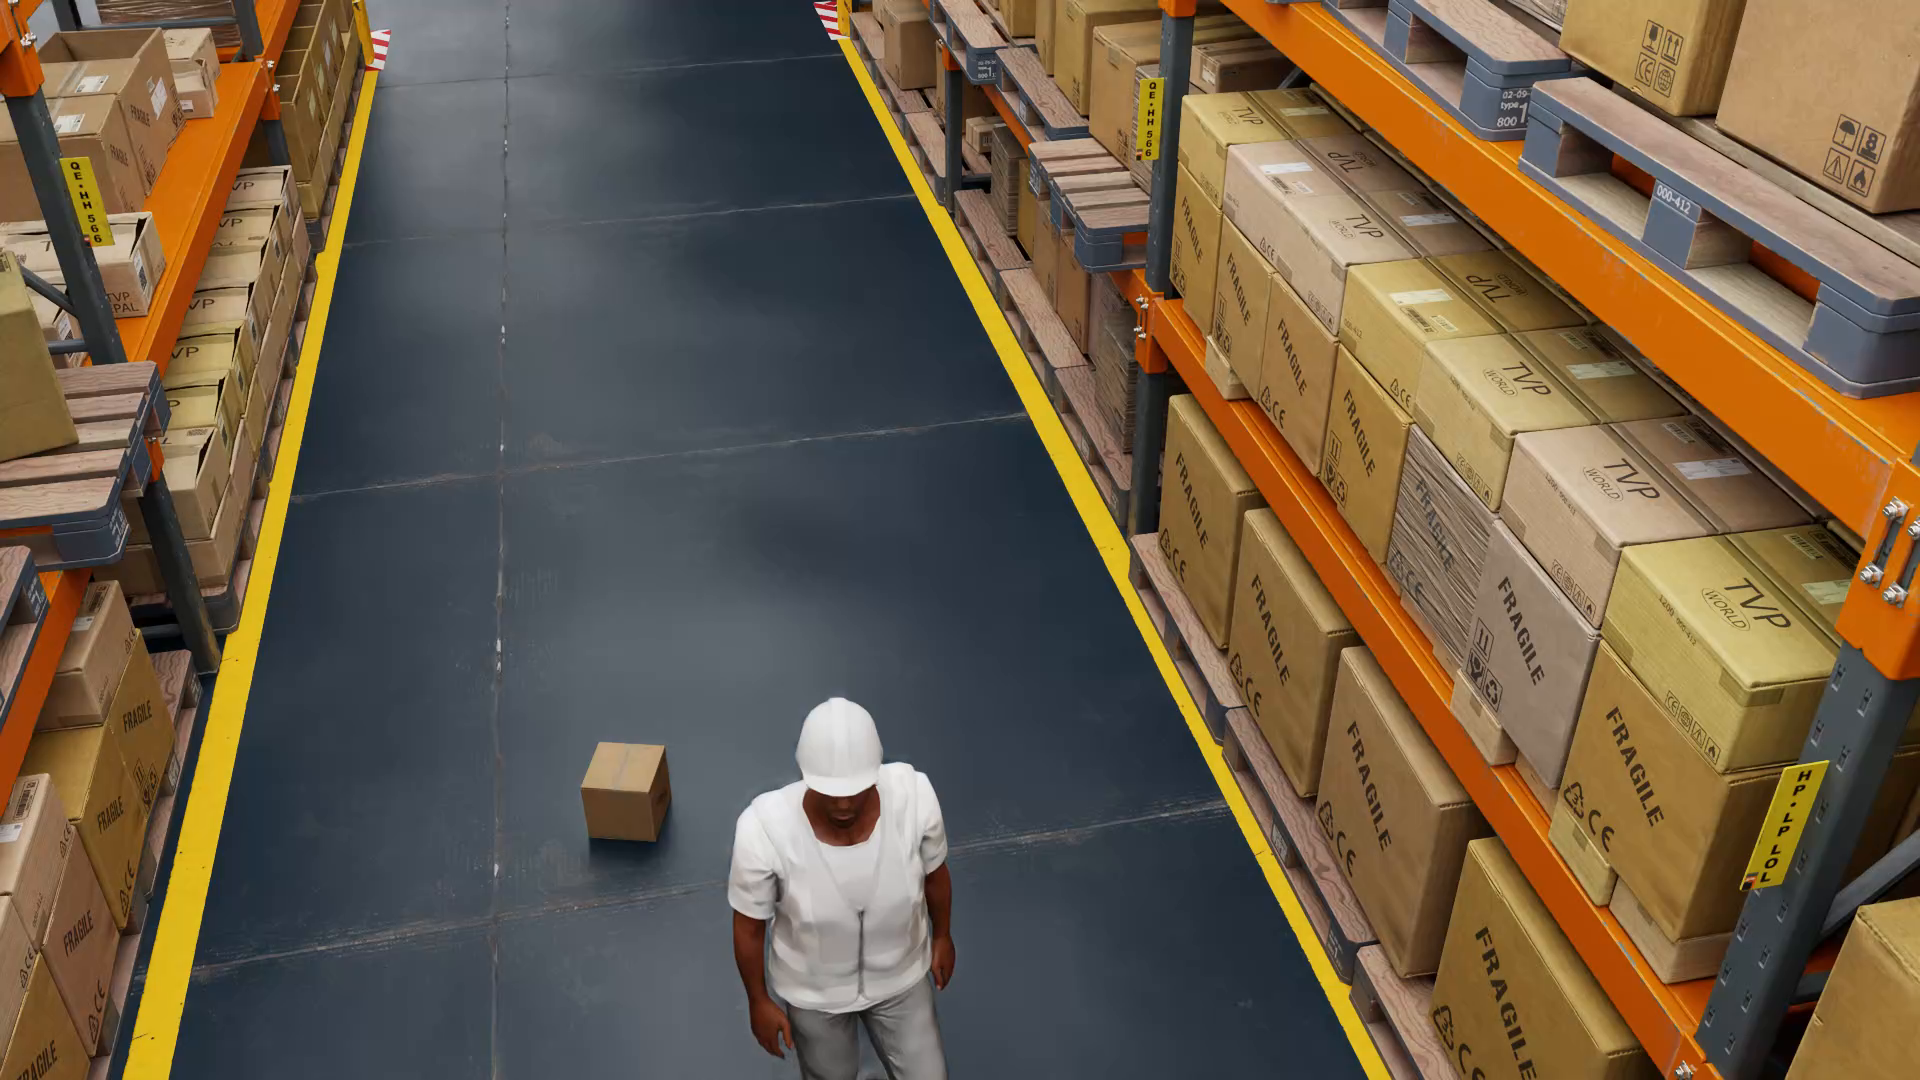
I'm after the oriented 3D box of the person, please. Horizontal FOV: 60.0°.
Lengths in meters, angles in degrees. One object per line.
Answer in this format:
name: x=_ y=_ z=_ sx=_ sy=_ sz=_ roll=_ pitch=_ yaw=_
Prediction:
person: x=-0.275 y=1.177 z=4.367 sx=0.599 sy=1.794 sz=0.468 roll=-8 pitch=35 yaw=-12
